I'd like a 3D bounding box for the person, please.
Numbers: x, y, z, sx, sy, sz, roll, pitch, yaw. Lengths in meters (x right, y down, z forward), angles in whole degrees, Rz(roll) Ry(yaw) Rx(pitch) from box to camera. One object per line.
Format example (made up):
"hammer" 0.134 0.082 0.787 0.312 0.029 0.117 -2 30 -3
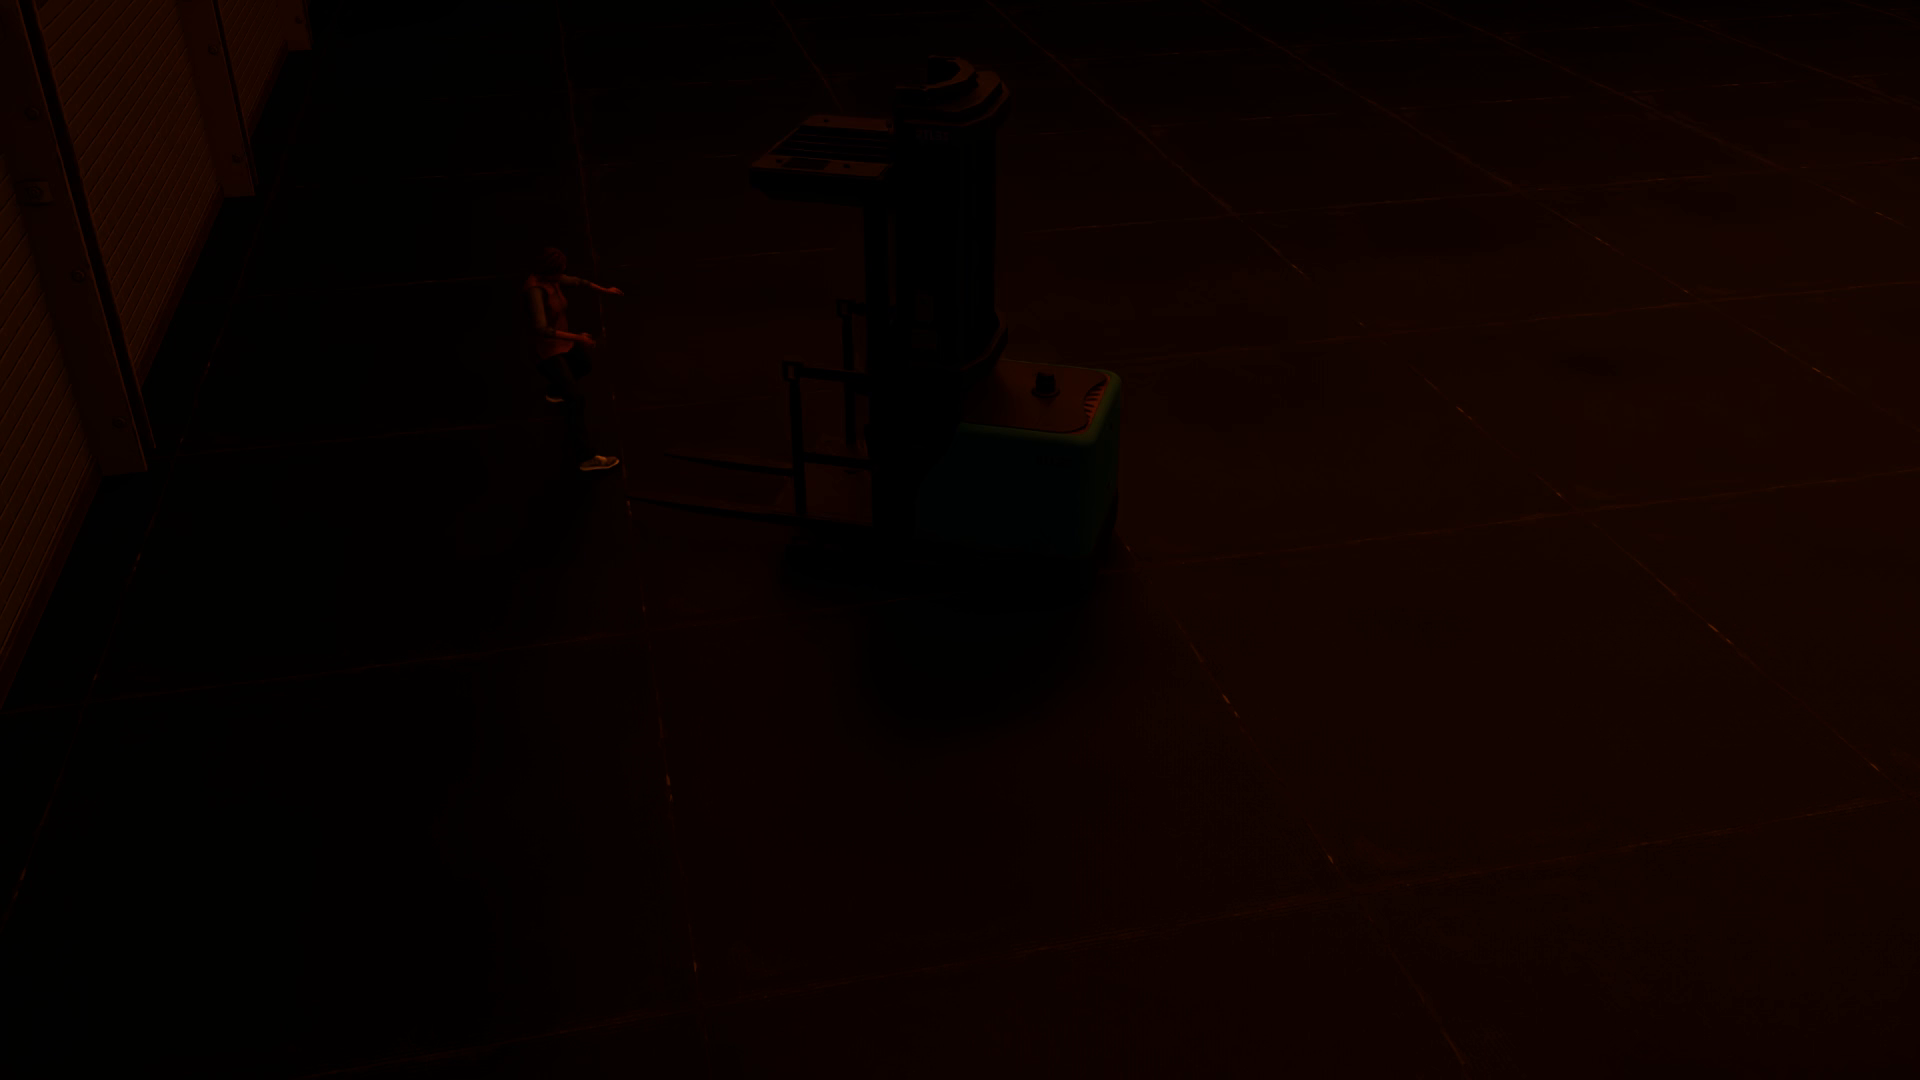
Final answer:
"person" -2.668 -1.352 11.449 0.753 1.391 1.158 2 30 4

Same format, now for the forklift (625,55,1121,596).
"forklift" -0.579 -1.327 9.866 3.031 2.935 1.130 7 31 13
